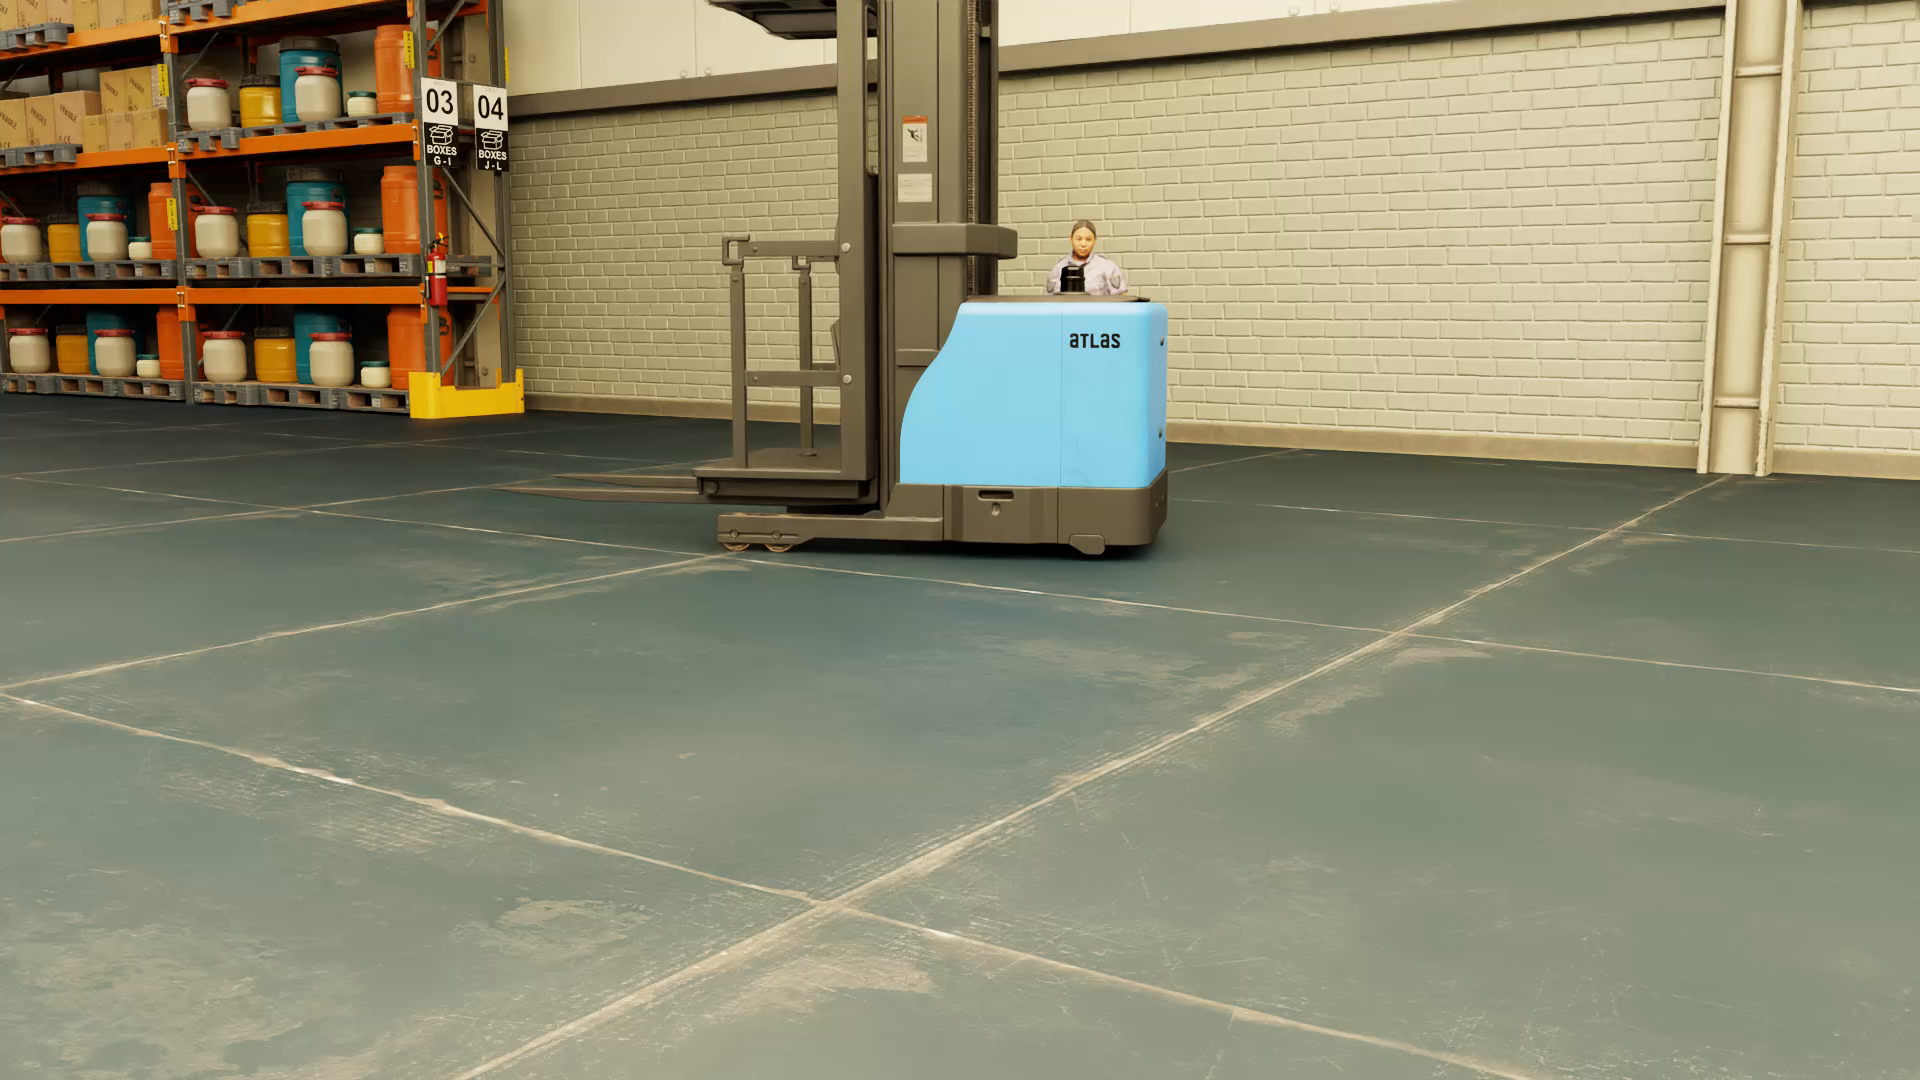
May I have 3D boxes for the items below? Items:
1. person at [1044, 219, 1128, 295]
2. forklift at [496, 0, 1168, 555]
[{"bbox_3d":[0.861,-1.320,11.135,0.757,1.626,0.379,3,9,18],"label":"person"},{"bbox_3d":[-0.596,-1.469,7.520,3.031,2.935,1.130,2,8,12],"label":"forklift"}]
